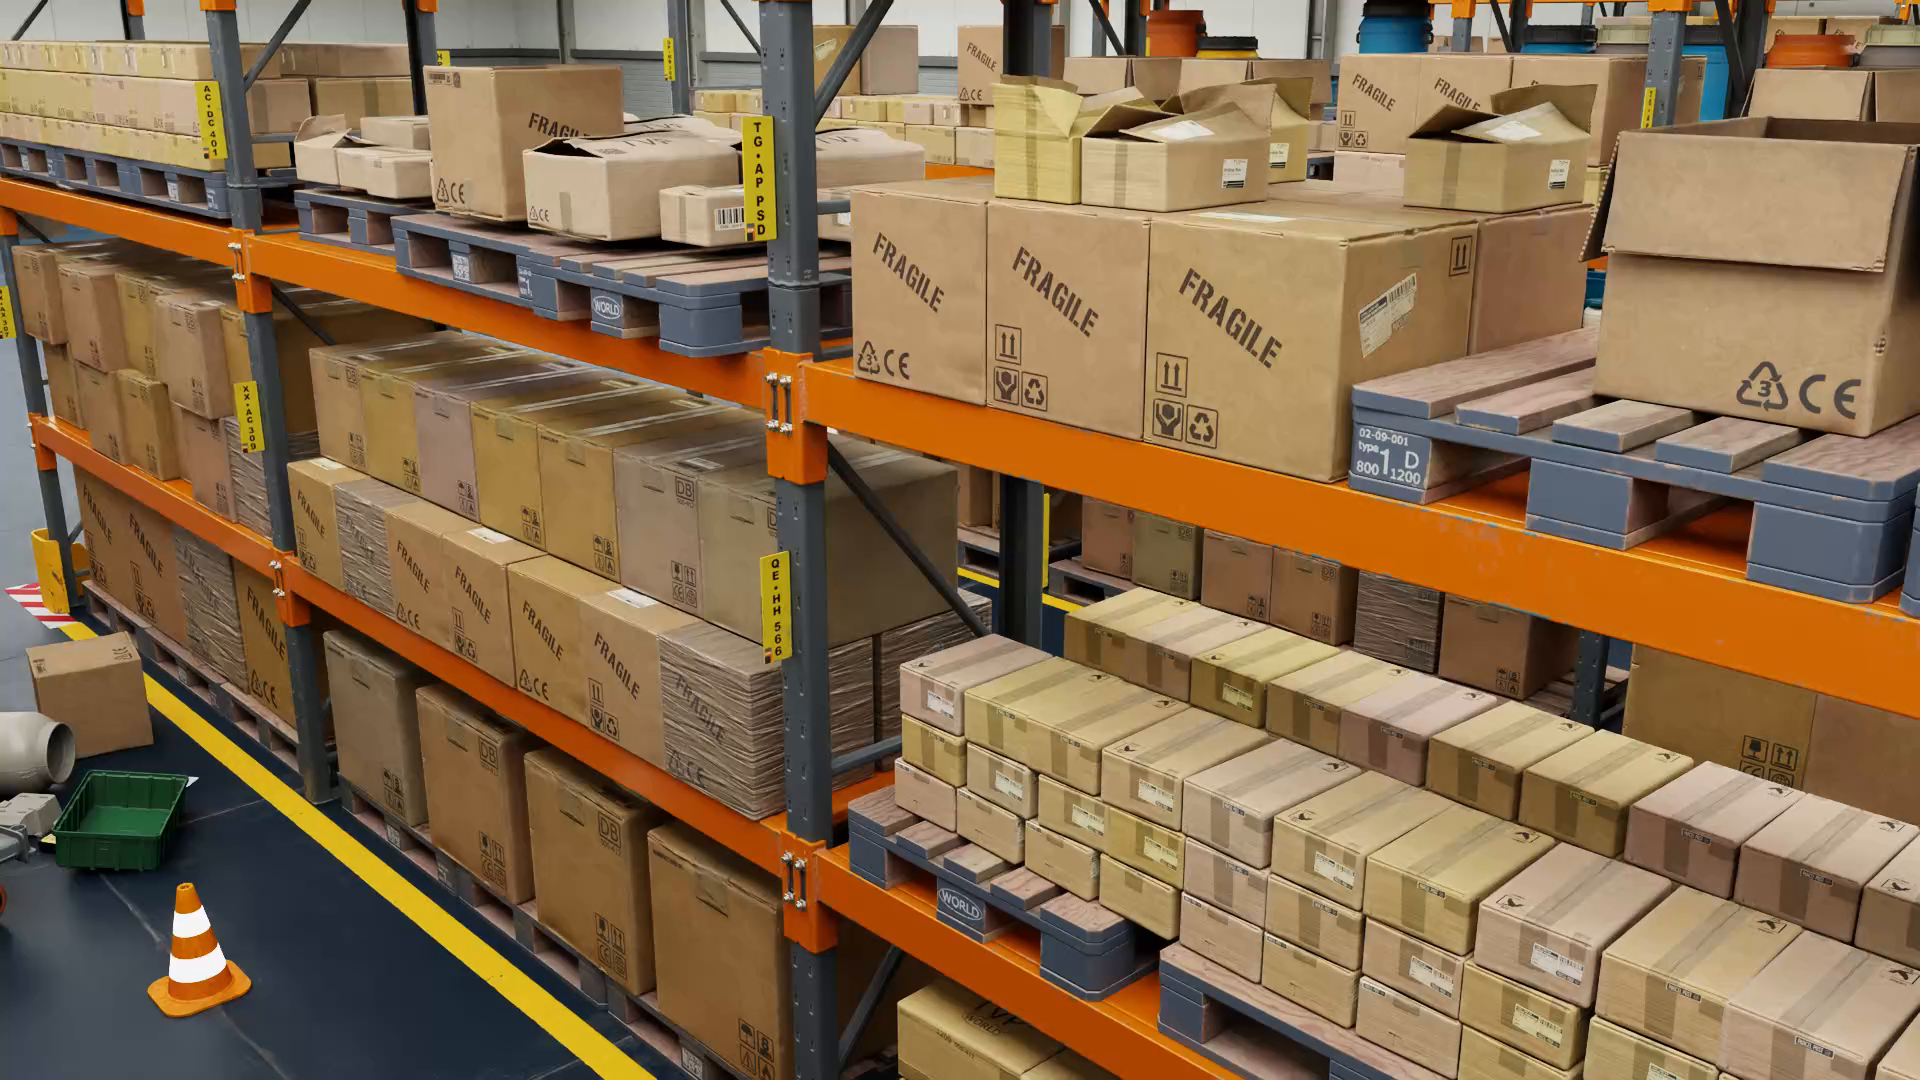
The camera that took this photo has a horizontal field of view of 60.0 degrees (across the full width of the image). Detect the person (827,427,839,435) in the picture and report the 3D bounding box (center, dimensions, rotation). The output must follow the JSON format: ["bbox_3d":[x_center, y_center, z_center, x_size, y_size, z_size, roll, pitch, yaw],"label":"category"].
[{"bbox_3d":[-0.954,-0.100,9.856,0.536,1.762,0.369,-15,23,-40],"label":"person"}]
